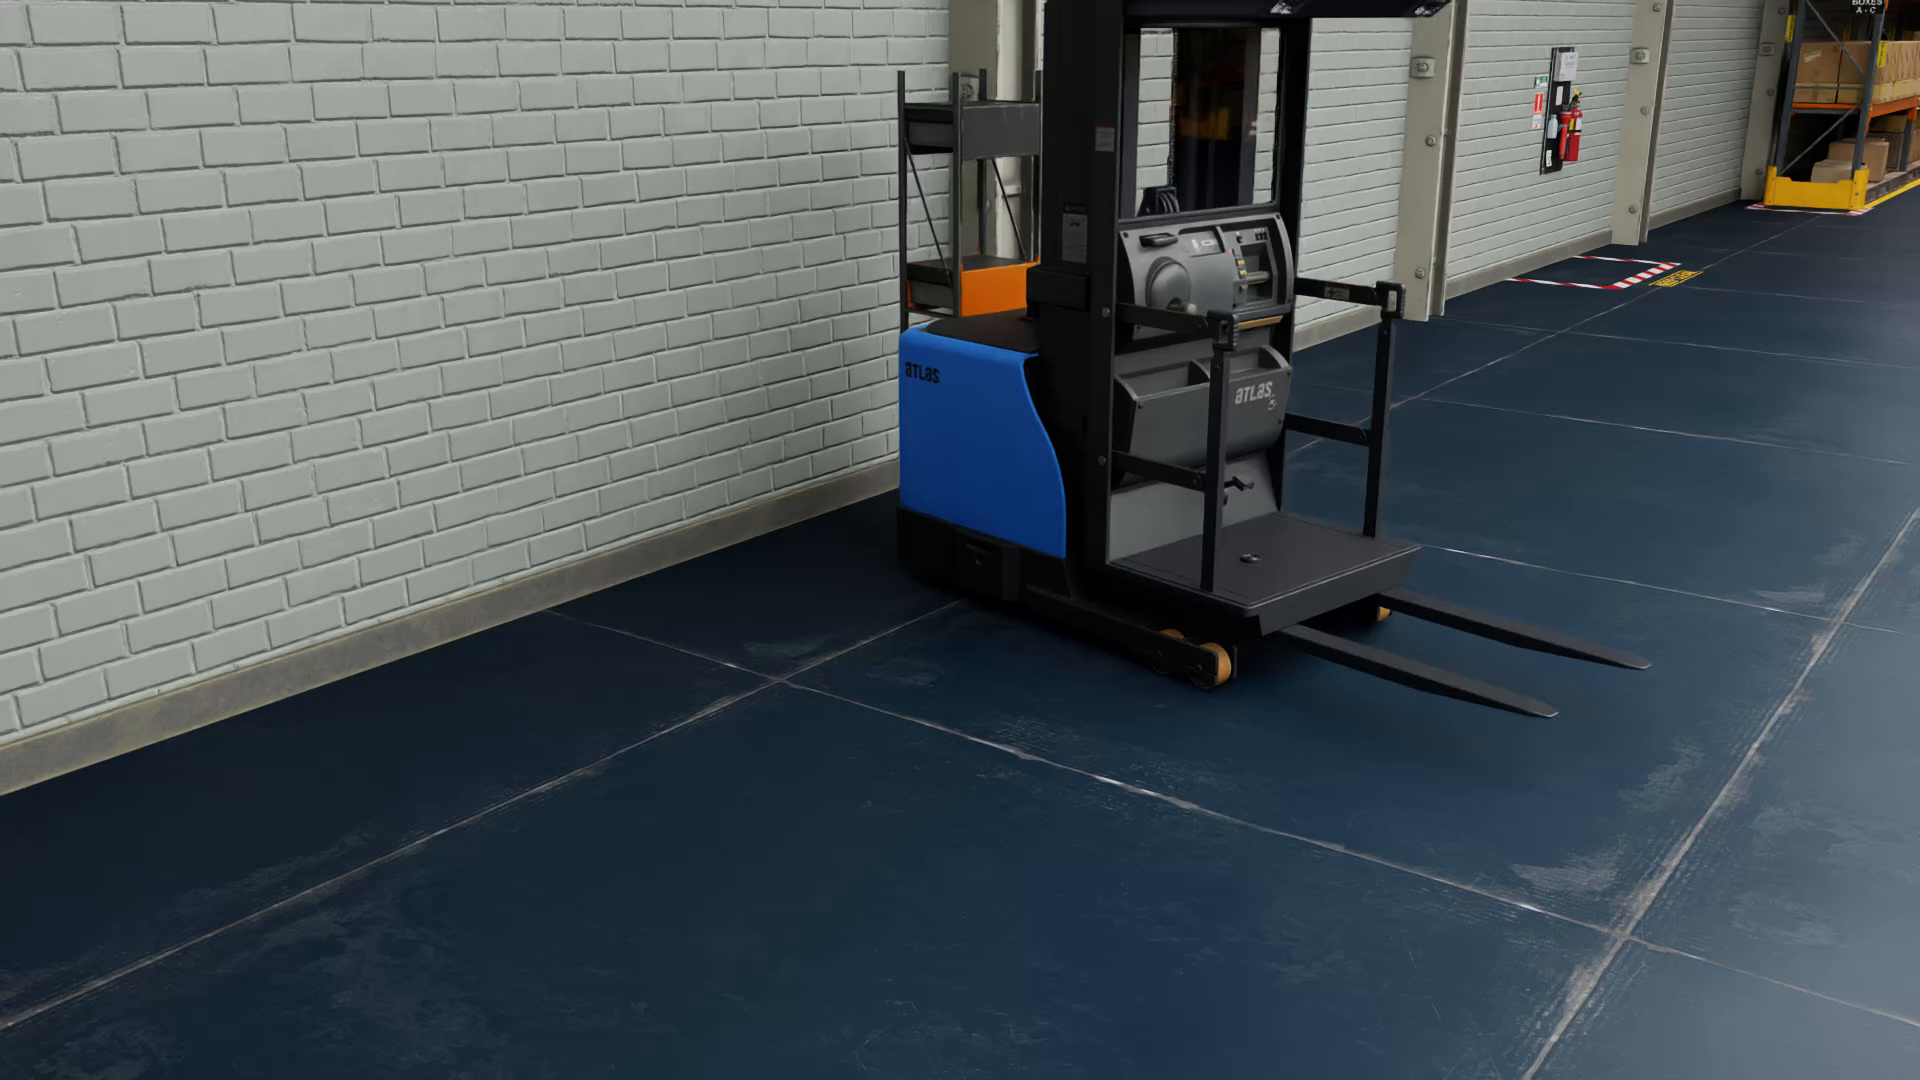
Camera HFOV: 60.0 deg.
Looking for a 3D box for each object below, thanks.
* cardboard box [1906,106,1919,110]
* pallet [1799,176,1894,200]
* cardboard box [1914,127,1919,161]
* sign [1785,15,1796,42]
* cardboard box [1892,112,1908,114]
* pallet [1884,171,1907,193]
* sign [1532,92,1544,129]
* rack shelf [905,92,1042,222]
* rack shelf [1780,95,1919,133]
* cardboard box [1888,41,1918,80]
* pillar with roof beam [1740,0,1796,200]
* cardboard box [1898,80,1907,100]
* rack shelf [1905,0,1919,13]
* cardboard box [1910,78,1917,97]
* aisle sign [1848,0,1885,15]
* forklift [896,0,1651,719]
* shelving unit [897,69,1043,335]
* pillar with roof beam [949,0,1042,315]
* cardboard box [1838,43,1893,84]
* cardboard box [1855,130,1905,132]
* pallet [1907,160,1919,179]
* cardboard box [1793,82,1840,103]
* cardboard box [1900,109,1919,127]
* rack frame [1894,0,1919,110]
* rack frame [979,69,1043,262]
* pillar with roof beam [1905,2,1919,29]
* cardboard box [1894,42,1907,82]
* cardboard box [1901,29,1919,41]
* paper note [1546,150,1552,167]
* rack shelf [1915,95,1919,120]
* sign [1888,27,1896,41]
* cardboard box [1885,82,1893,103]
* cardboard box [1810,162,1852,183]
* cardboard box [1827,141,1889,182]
[{"bbox_3d":[16.492,-7.041,28.277,0.750,0.750,0.750,12,21,34],"label":"cardboard box"},{"bbox_3d":[12.467,-4.973,23.401,1.003,0.211,1.213,12,21,35],"label":"pallet"},{"bbox_3d":[14.887,-6.325,26.528,0.700,0.500,0.500,12,21,34],"label":"cardboard box"},{"bbox_3d":[10.748,-6.617,21.507,0.100,0.325,0.005,12,21,35],"label":"sign"},{"bbox_3d":[14.557,-6.545,25.972,0.500,0.250,0.500,12,21,33],"label":"cardboard box"},{"bbox_3d":[13.193,-5.265,24.341,1.003,0.211,1.213,12,21,35],"label":"pallet"},{"bbox_3d":[5.413,-4.022,15.578,0.001,0.329,0.234,12,21,35],"label":"sign"},{"bbox_3d":[0.046,-1.716,7.415,0.480,0.518,0.431,-15,23,-40],"label":"rack shelf"},{"bbox_3d":[12.373,-5.943,23.035,1.077,0.370,4.000,12,21,35],"label":"rack shelf"},{"bbox_3d":[12.930,-6.653,23.066,0.500,0.500,0.500,12,21,33],"label":"cardboard box"},{"bbox_3d":[14.361,-8.234,19.085,9.100,9.000,0.400,12,21,35],"label":"pillar with roof beam"},{"bbox_3d":[12.636,-6.174,22.788,0.500,0.250,0.500,13,21,35],"label":"cardboard box"},{"bbox_3d":[17.140,-9.281,28.726,1.077,0.370,4.000,12,21,35],"label":"rack shelf"},{"bbox_3d":[13.222,-6.417,23.569,0.500,0.250,0.500,13,21,35],"label":"cardboard box"},{"bbox_3d":[11.379,-6.981,20.783,0.394,0.787,0.004,12,21,35],"label":"aisle sign"},{"bbox_3d":[1.083,-1.032,6.123,1.130,2.935,3.031,-15,23,-40],"label":"forklift"},{"bbox_3d":[0.046,-1.061,7.618,0.503,2.100,0.431,-15,23,-40],"label":"shelving unit"},{"bbox_3d":[3.636,-3.947,5.279,9.100,9.000,0.400,12,21,35],"label":"pillar with roof beam"},{"bbox_3d":[11.707,-6.167,21.498,0.500,0.500,0.500,12,21,35],"label":"cardboard box"},{"bbox_3d":[14.258,-6.089,25.767,0.700,0.500,0.500,12,21,34],"label":"cardboard box"},{"bbox_3d":[14.754,-5.908,26.414,1.003,0.211,1.213,12,21,35],"label":"pallet"},{"bbox_3d":[11.304,-5.893,21.883,0.500,0.250,0.500,13,21,35],"label":"cardboard box"},{"bbox_3d":[15.171,-6.784,26.741,0.500,0.250,0.500,13,21,36],"label":"cardboard box"},{"bbox_3d":[15.948,-7.715,27.531,1.000,3.000,0.127,12,21,35],"label":"rack frame"},{"bbox_3d":[0.228,-1.109,7.774,0.015,2.100,0.400,-15,23,-40],"label":"rack frame"},{"bbox_3d":[21.511,-11.092,28.288,9.100,9.000,0.400,12,21,35],"label":"pillar with roof beam"},{"bbox_3d":[12.323,-6.404,22.264,0.500,0.500,0.500,12,21,33],"label":"cardboard box"},{"bbox_3d":[16.010,-8.427,27.853,0.500,0.250,0.500,13,22,36],"label":"cardboard box"},{"bbox_3d":[5.665,-3.668,15.983,0.016,0.148,0.142,12,21,35],"label":"paper note"},{"bbox_3d":[14.756,-6.895,26.103,1.077,0.370,4.000,12,21,35],"label":"rack shelf"},{"bbox_3d":[15.500,-8.366,27.672,0.100,0.325,0.005,12,21,35],"label":"sign"},{"bbox_3d":[12.025,-5.934,22.014,0.500,0.250,0.500,12,21,33],"label":"cardboard box"},{"bbox_3d":[11.666,-4.885,22.208,0.500,0.311,0.500,10,20,29],"label":"cardboard box"},{"bbox_3d":[12.483,-5.277,23.151,0.700,0.500,0.500,11,20,31],"label":"cardboard box"}]
